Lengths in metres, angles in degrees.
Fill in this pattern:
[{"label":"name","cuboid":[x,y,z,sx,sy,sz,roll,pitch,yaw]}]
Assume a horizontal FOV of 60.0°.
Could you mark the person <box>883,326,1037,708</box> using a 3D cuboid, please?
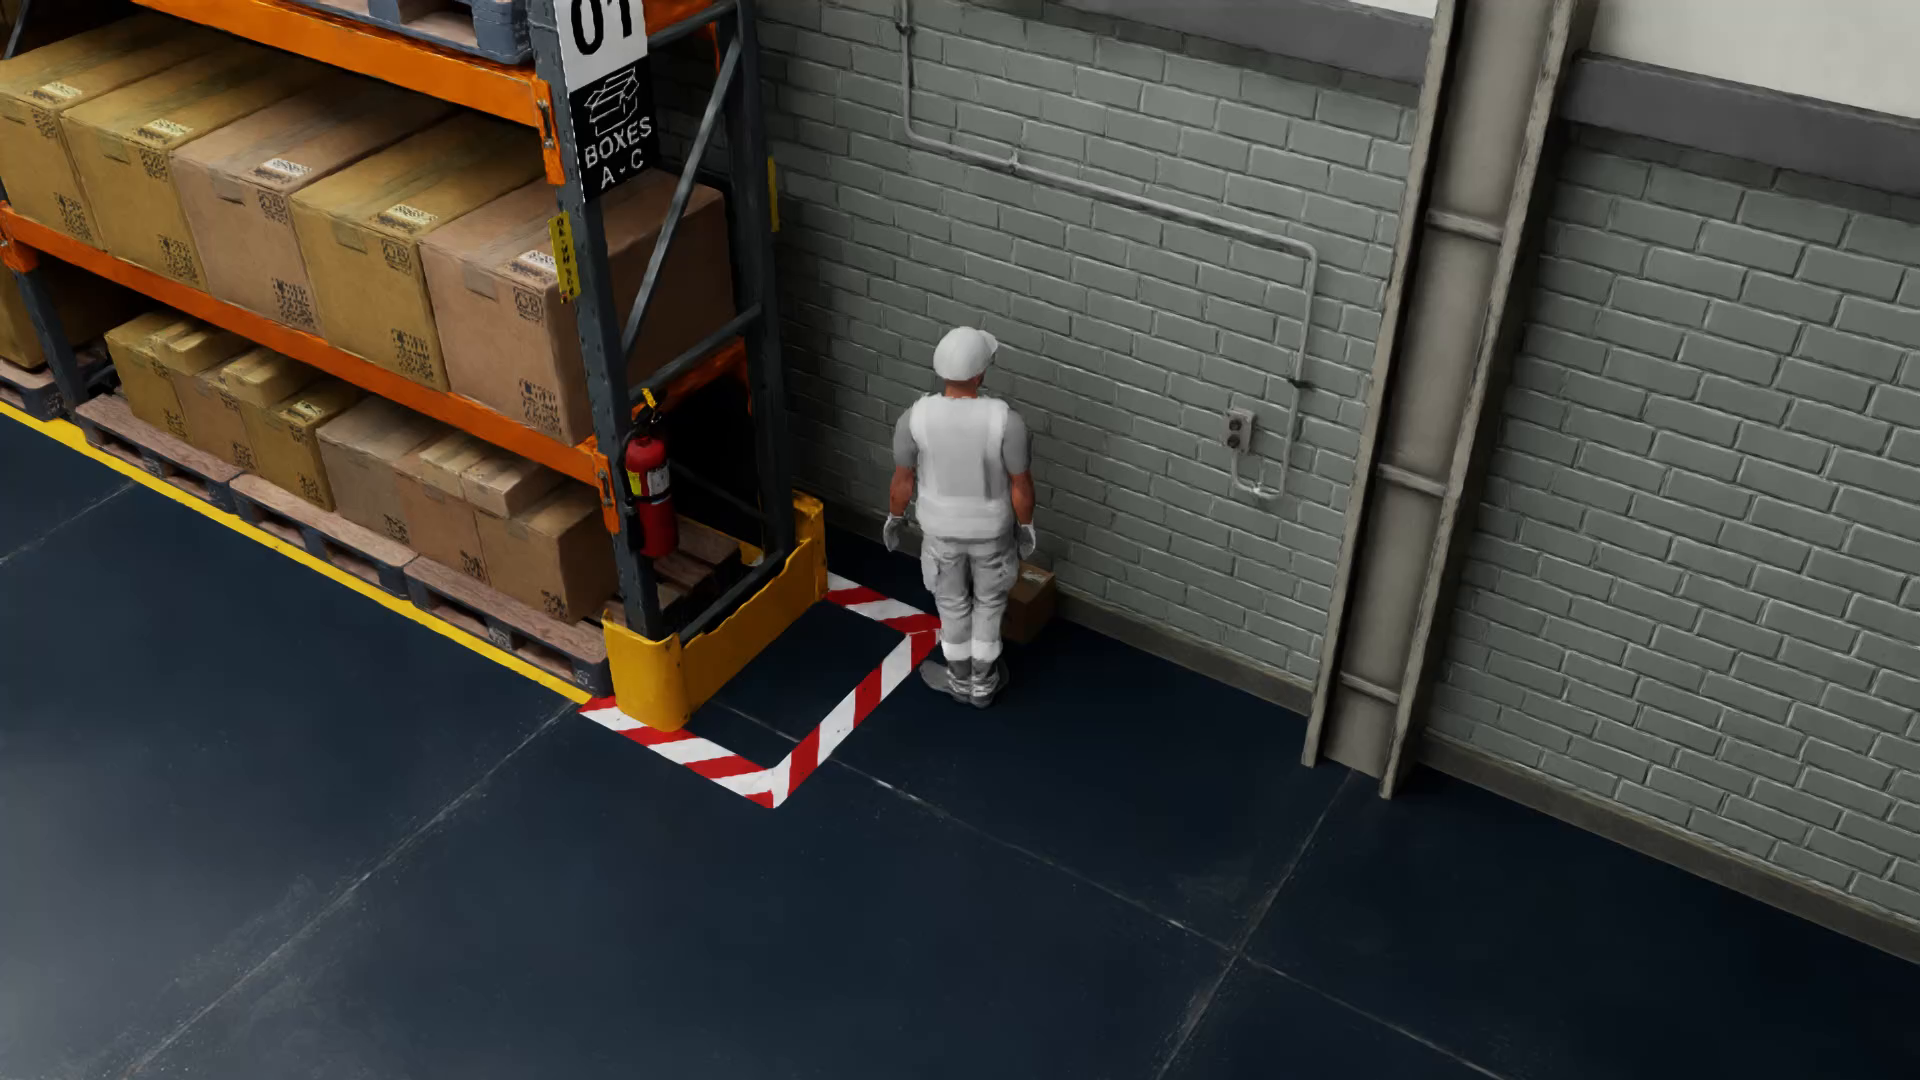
[{"label":"person","cuboid":[-0.003,-0.071,6.713,0.628,1.791,0.330,2,38,2]}]
